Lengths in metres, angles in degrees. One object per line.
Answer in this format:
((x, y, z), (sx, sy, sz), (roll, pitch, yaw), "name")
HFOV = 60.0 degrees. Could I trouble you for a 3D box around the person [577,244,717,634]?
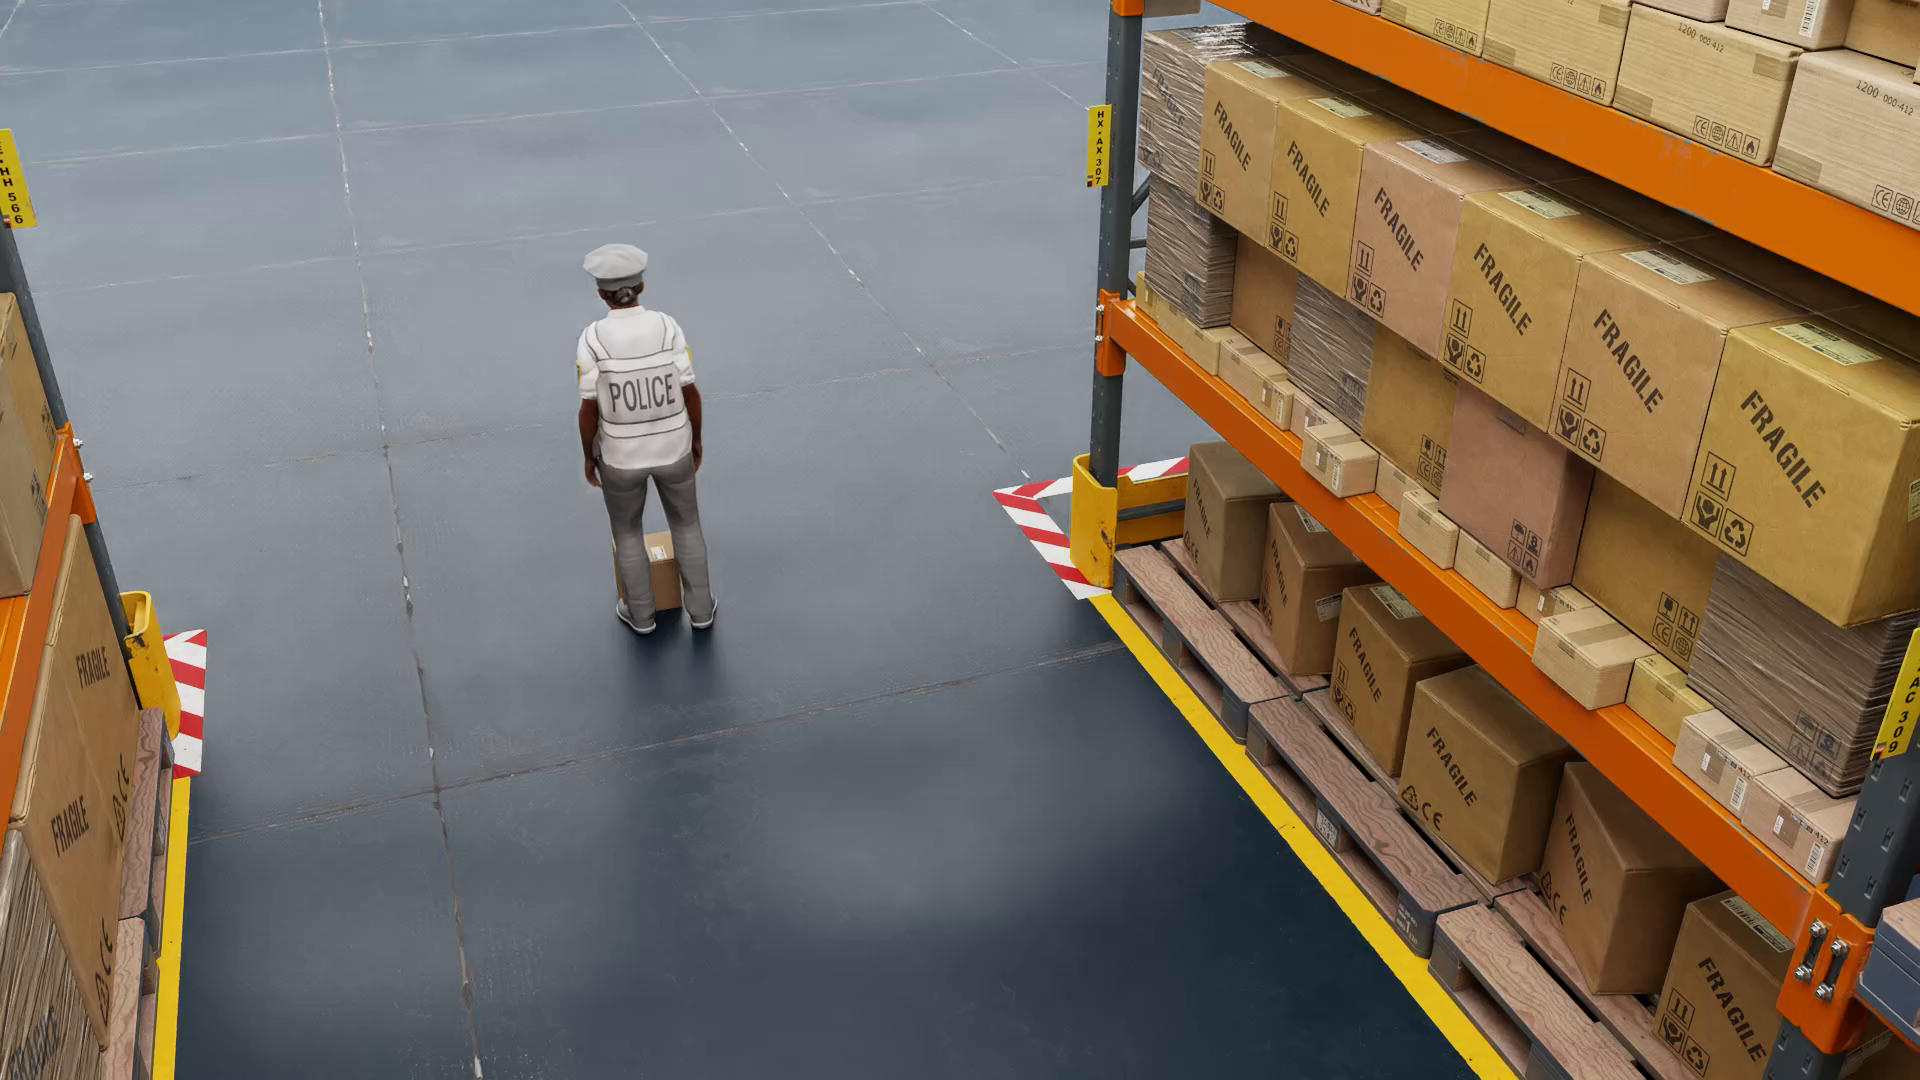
((-1.279, -0.362, 6.756), (0.505, 1.660, 0.415), (-10, 32, -17), "person")
